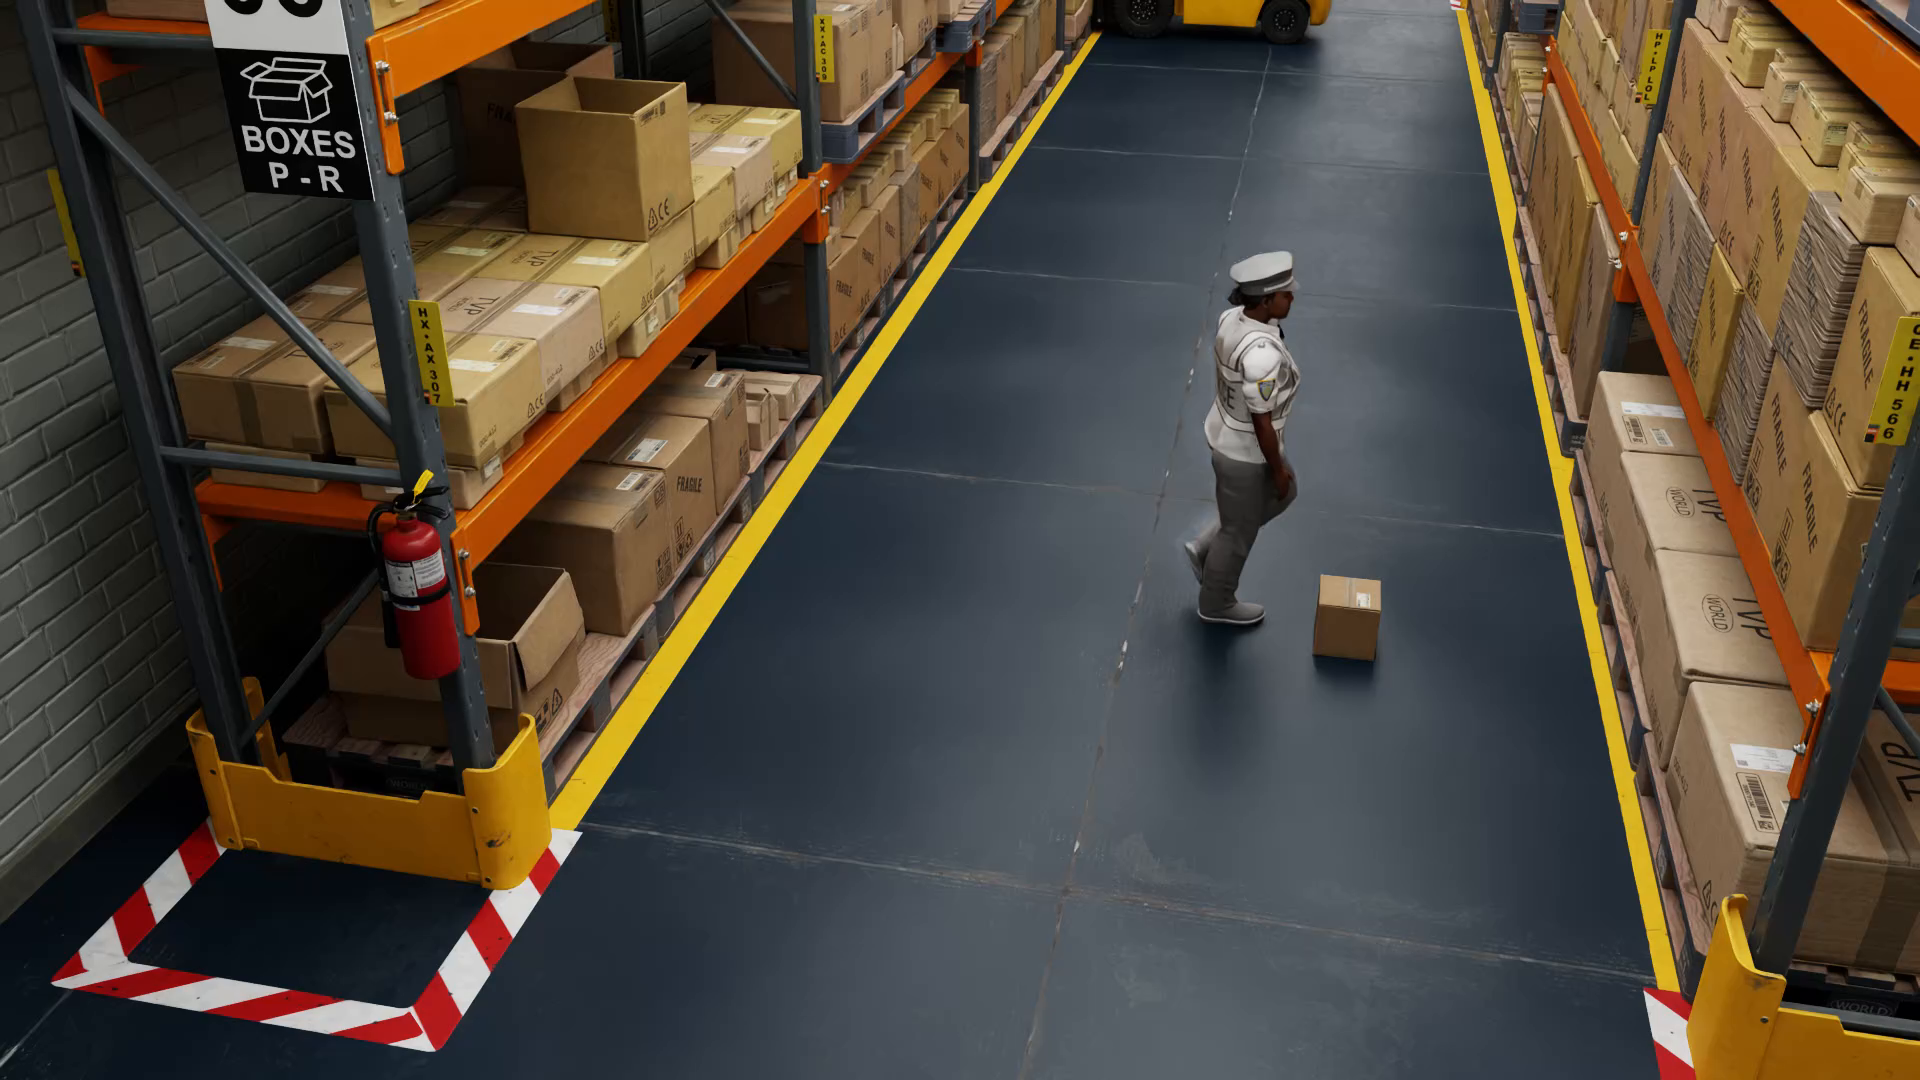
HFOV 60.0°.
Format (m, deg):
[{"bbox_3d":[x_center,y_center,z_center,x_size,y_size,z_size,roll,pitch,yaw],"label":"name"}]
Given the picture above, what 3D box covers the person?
[{"bbox_3d":[1.213,-0.376,6.744,0.445,1.678,0.531,-1,29,-2],"label":"person"}]
